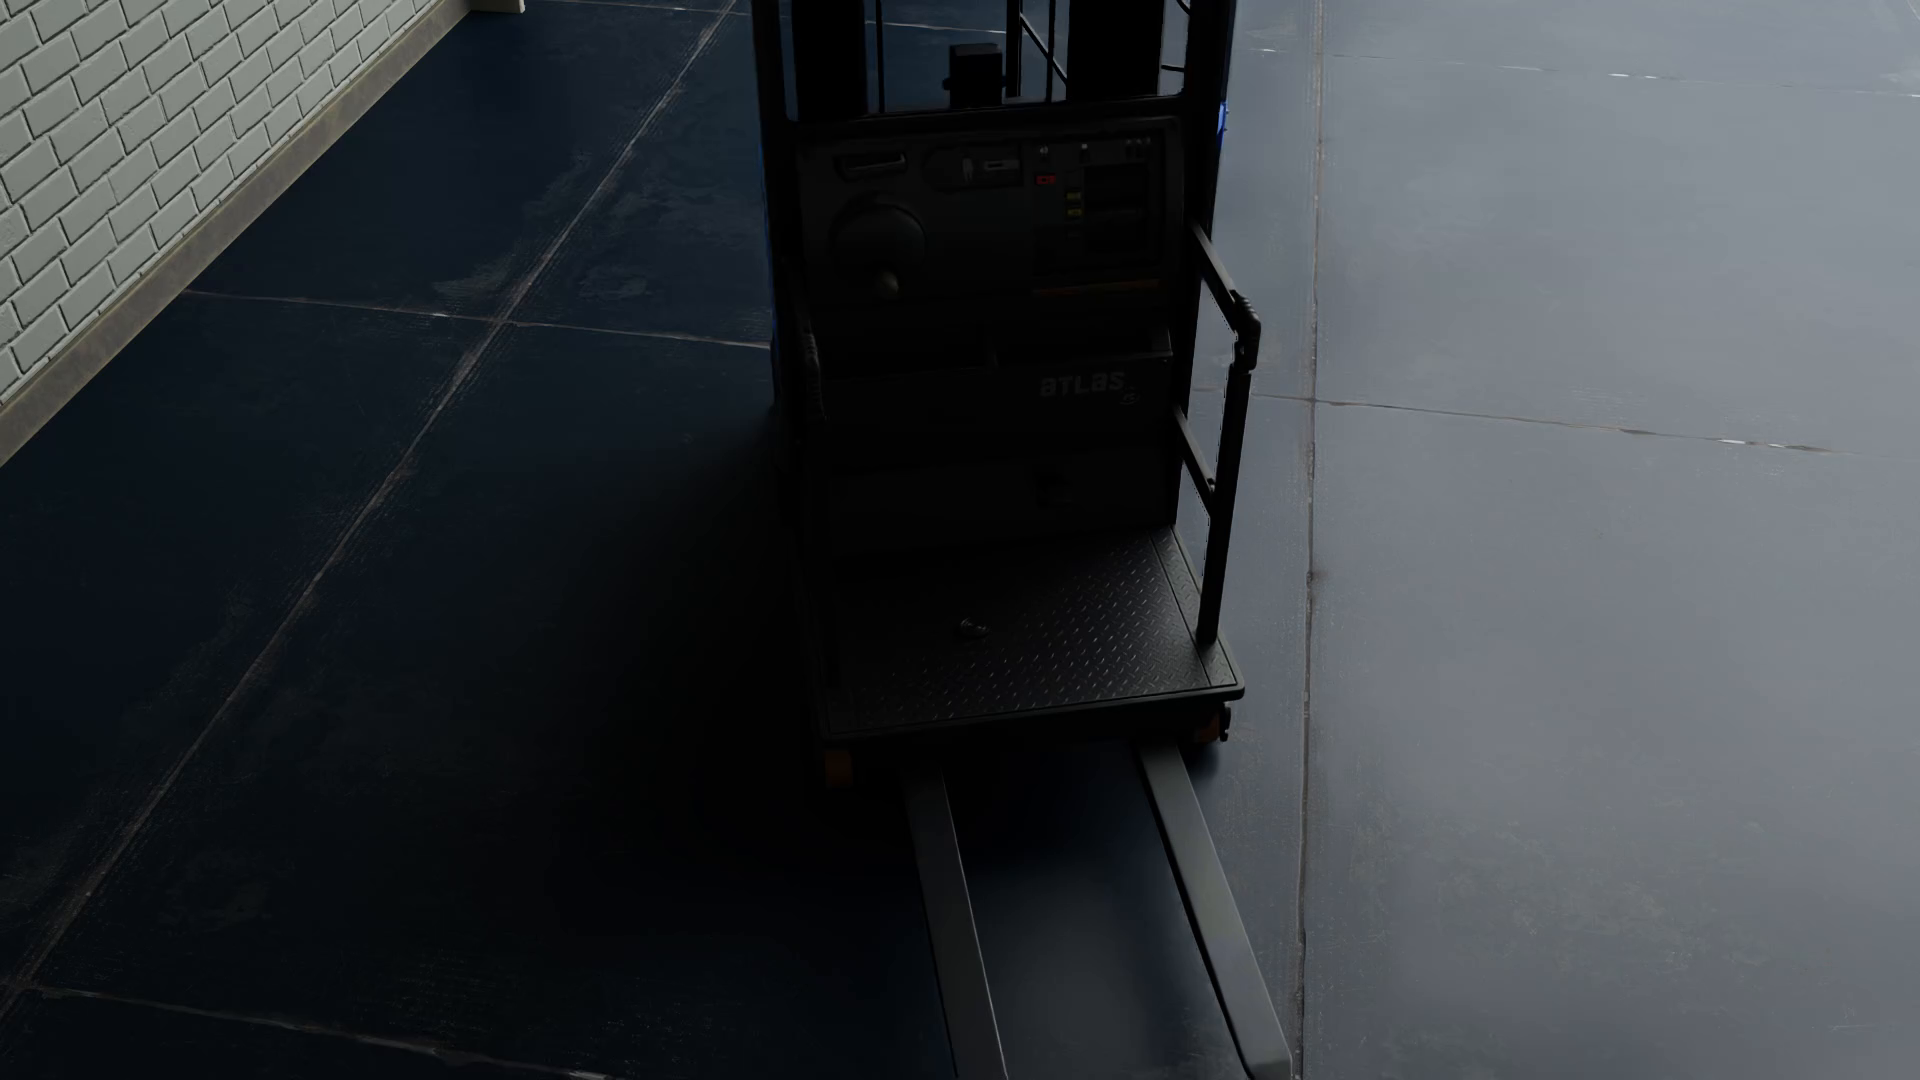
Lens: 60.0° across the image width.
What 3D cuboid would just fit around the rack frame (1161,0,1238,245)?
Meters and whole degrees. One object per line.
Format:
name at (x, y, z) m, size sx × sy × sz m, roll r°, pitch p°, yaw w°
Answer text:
rack frame at (0.761, -1.766, 6.209) m, size 0.500 × 1.500 × 0.032 m, roll 14°, pitch 42°, yaw 17°

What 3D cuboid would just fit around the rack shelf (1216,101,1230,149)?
rack shelf at (0.571, -1.327, 5.960) m, size 0.538 × 0.185 × 1.000 m, roll 14°, pitch 42°, yaw 17°

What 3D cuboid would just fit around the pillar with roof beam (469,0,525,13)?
pillar with roof beam at (1.877, -5.829, 5.239) m, size 9.100 × 9.000 × 0.400 m, roll 6°, pitch 40°, yaw 8°

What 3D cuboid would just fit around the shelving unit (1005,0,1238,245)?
shelving unit at (0.571, -1.465, 5.845) m, size 0.538 × 1.500 × 1.048 m, roll 14°, pitch 42°, yaw 17°

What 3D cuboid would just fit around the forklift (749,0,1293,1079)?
forklift at (0.117, -0.716, 3.816) m, size 1.130 × 2.935 × 3.031 m, roll -6°, pitch 40°, yaw -7°

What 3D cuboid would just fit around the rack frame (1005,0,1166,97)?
rack frame at (0.382, -1.165, 5.482) m, size 0.500 × 1.500 × 0.032 m, roll 14°, pitch 42°, yaw 17°
